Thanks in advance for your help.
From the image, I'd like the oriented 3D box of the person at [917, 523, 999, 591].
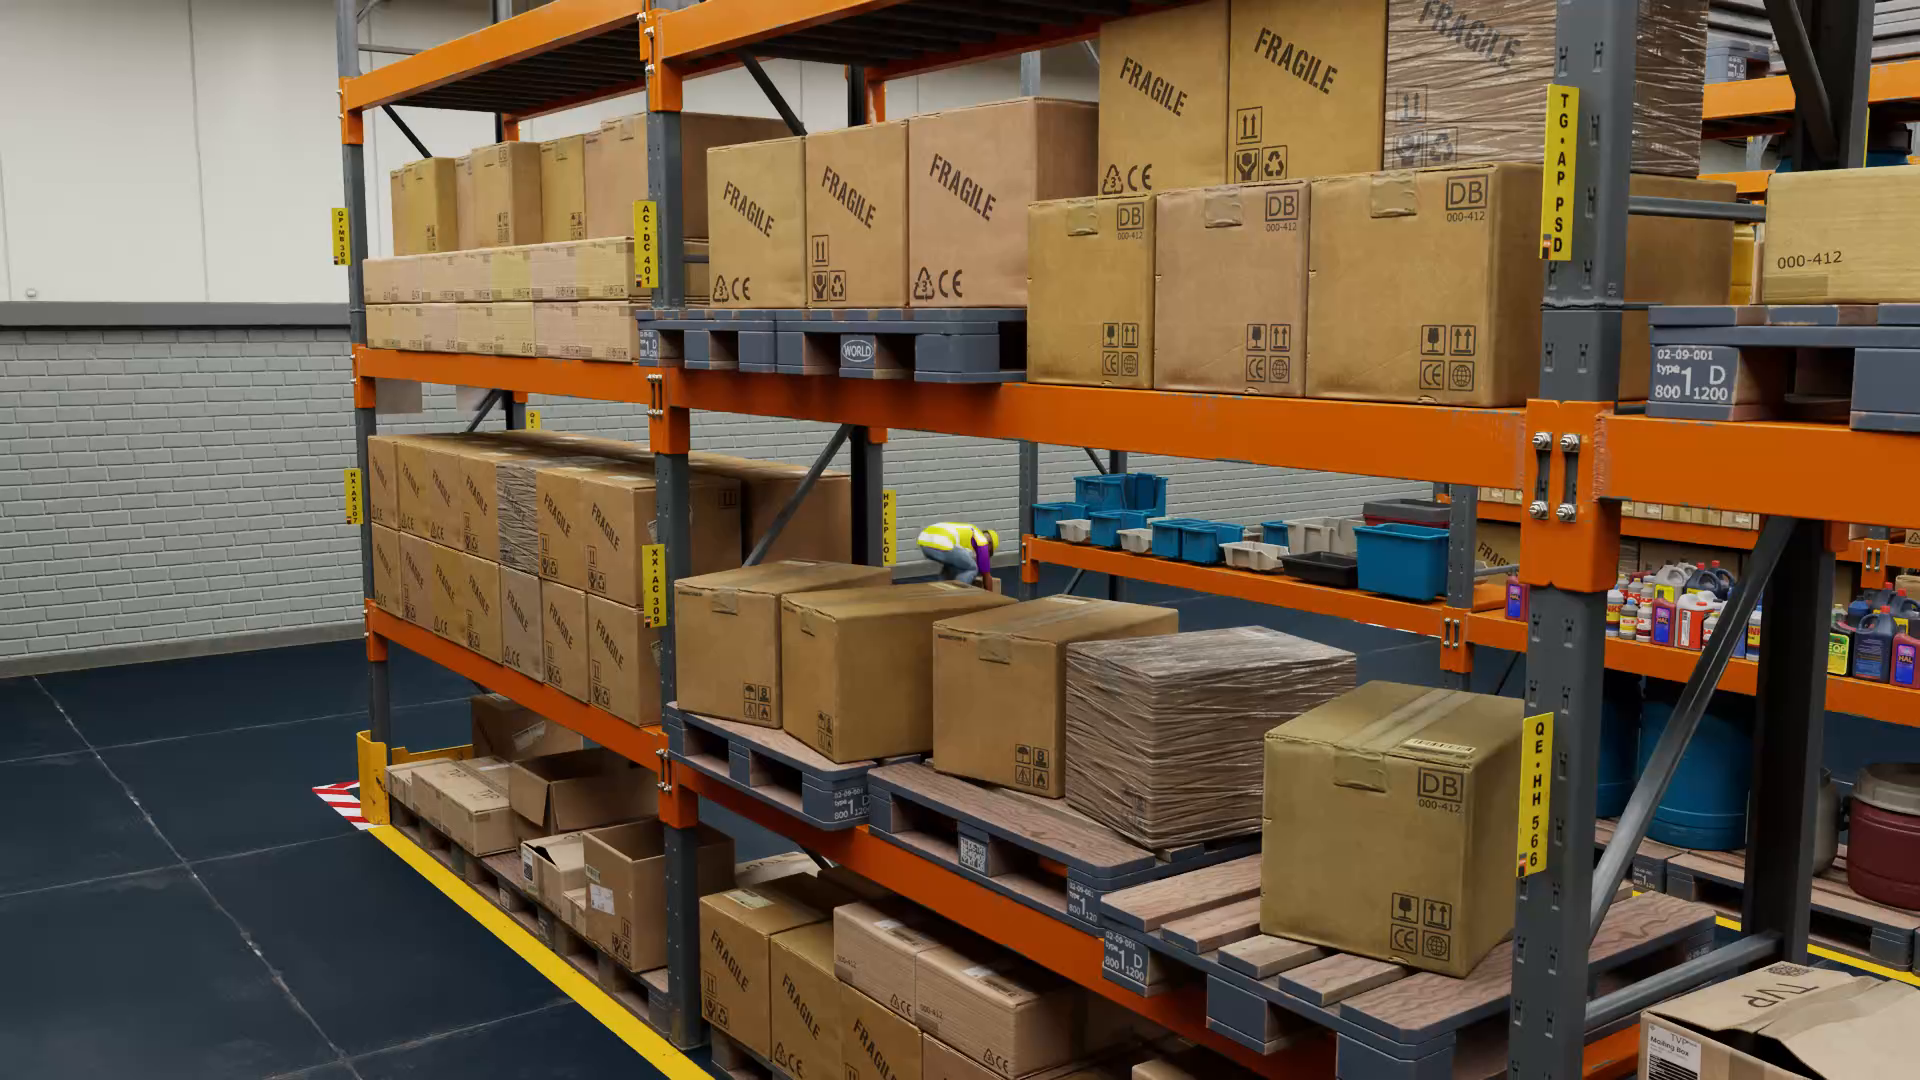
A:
[{"bbox_3d":[0.008,0.250,17.192,0.978,0.897,0.514,-6,10,-38],"label":"person"}]
